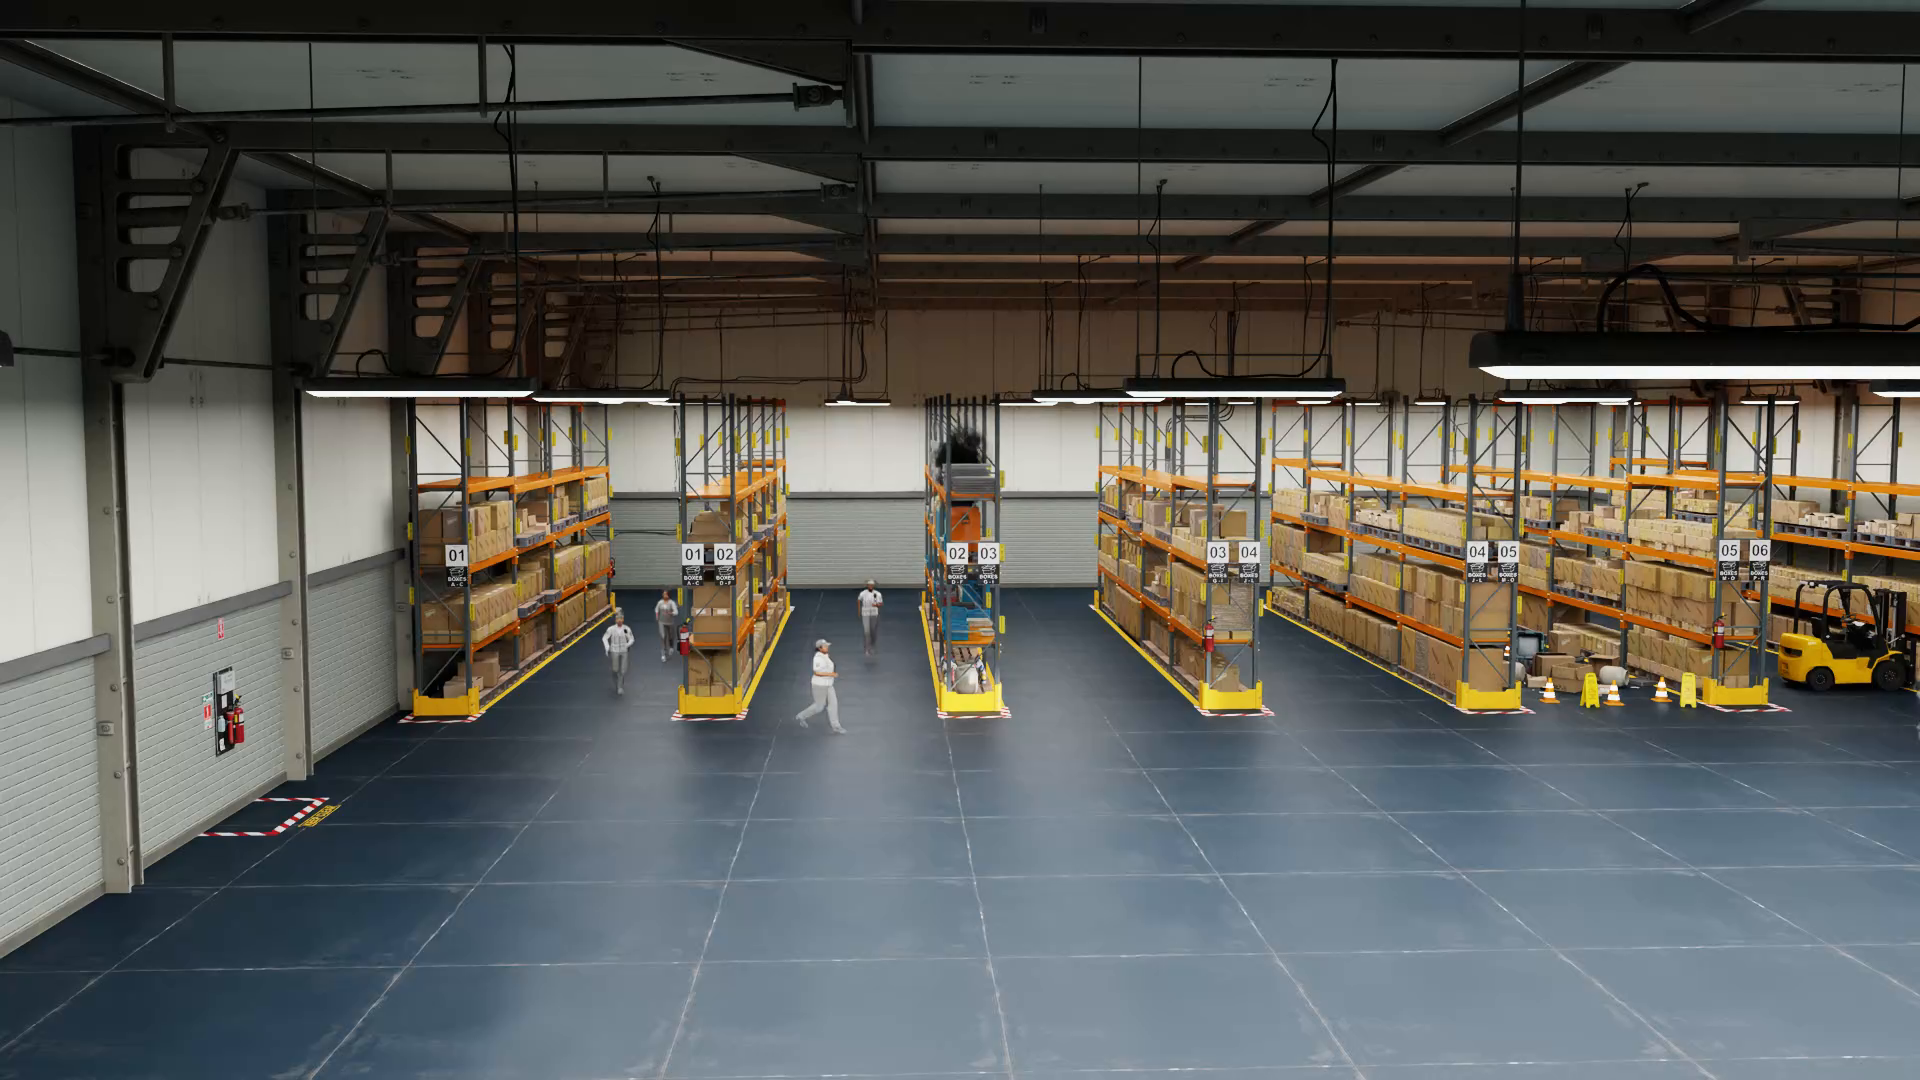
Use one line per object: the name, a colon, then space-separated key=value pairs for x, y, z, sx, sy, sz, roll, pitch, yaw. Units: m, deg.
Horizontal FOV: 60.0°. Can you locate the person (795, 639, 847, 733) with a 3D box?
person: x=-2.443 y=2.575 z=29.286 sx=0.920 sy=1.668 sz=0.610 roll=1 pitch=5 yaw=13

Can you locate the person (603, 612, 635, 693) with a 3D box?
person: x=-6.832 y=2.262 z=33.367 sx=0.615 sy=1.658 sz=0.541 roll=-1 pitch=5 yaw=-17

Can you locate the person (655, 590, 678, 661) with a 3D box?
person: x=-6.678 y=1.920 z=37.809 sx=0.537 sy=1.585 sz=0.893 roll=0 pitch=5 yaw=-4

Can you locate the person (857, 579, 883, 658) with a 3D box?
person: x=-1.996 y=1.716 z=37.027 sx=0.557 sy=1.732 sz=0.815 roll=-1 pitch=5 yaw=-7
